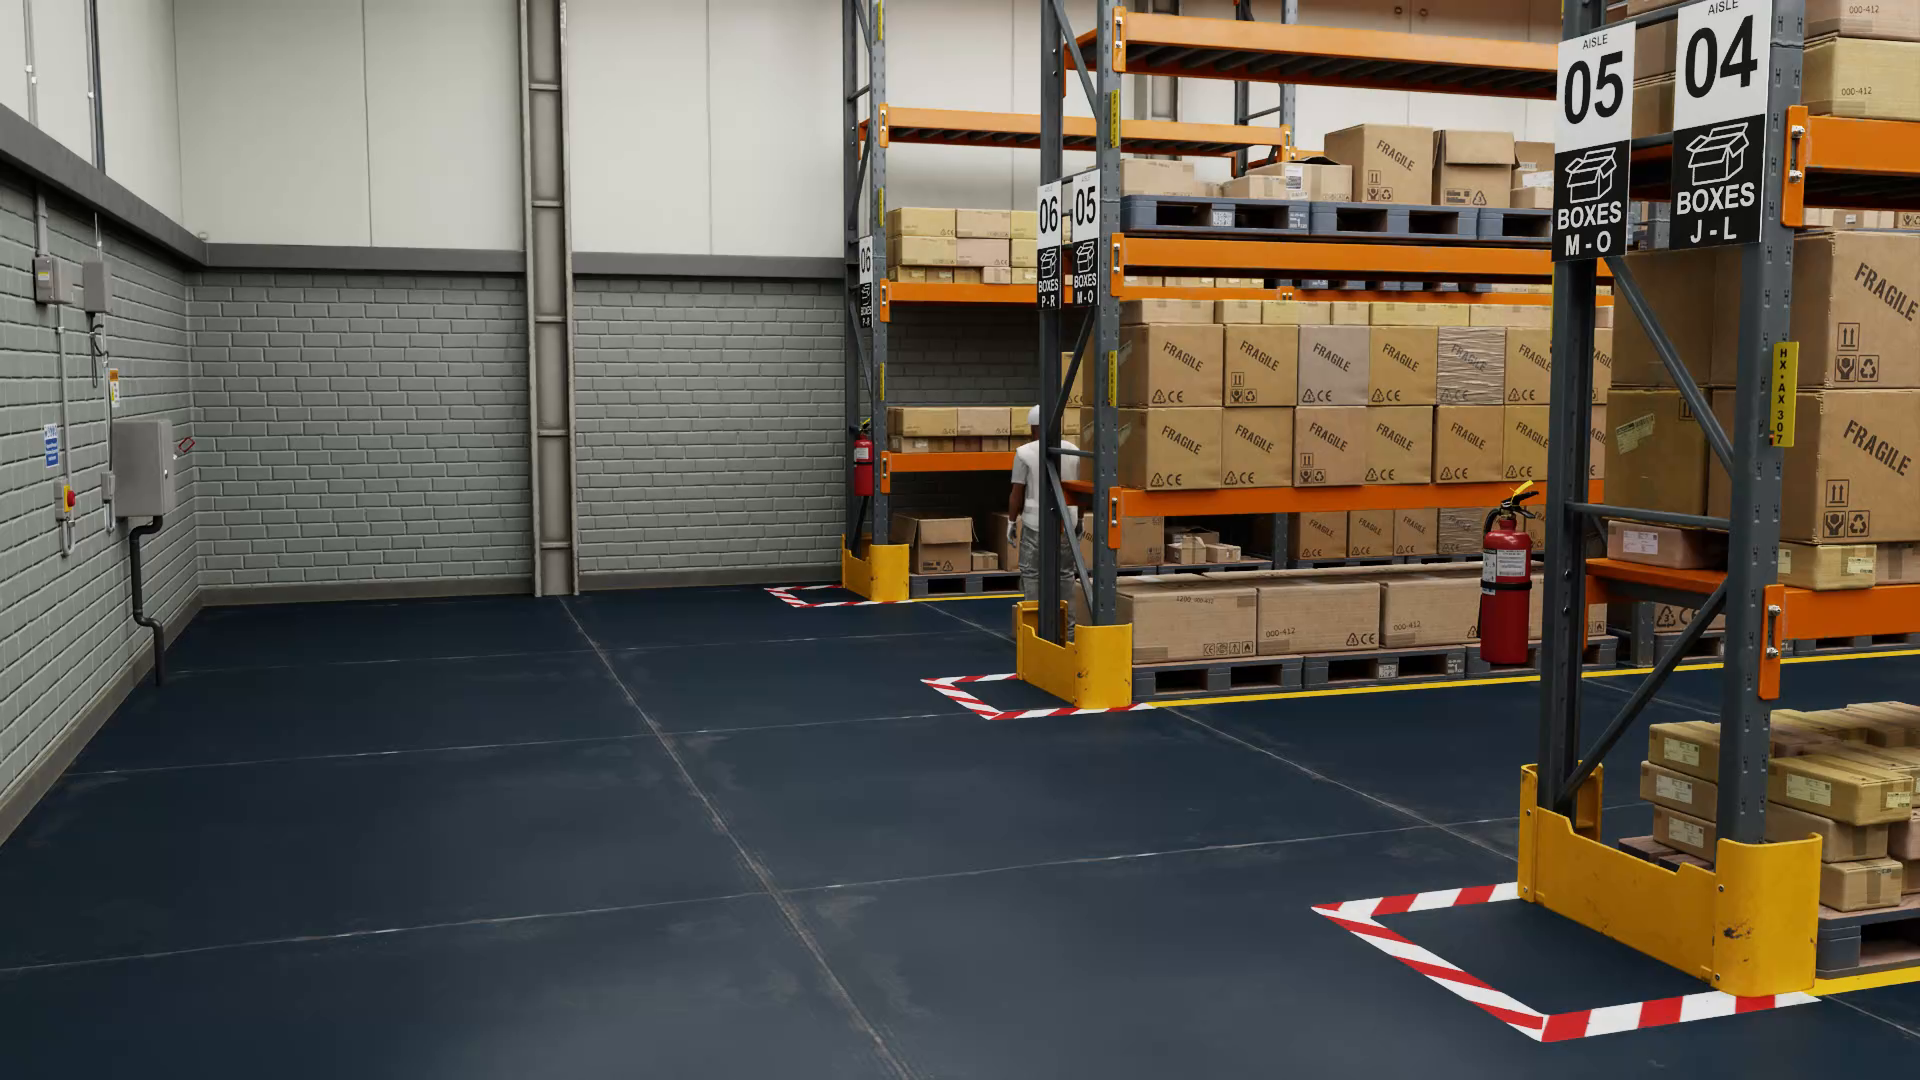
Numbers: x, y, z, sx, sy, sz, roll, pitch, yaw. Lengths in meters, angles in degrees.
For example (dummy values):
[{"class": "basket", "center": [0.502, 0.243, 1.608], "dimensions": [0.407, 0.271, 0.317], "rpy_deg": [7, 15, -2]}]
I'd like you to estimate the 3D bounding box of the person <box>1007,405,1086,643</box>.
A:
[{"class": "person", "center": [0.644, -0.109, 12.312], "dimensions": [0.617, 1.774, 0.450], "rpy_deg": [-2, 6, -19]}]
